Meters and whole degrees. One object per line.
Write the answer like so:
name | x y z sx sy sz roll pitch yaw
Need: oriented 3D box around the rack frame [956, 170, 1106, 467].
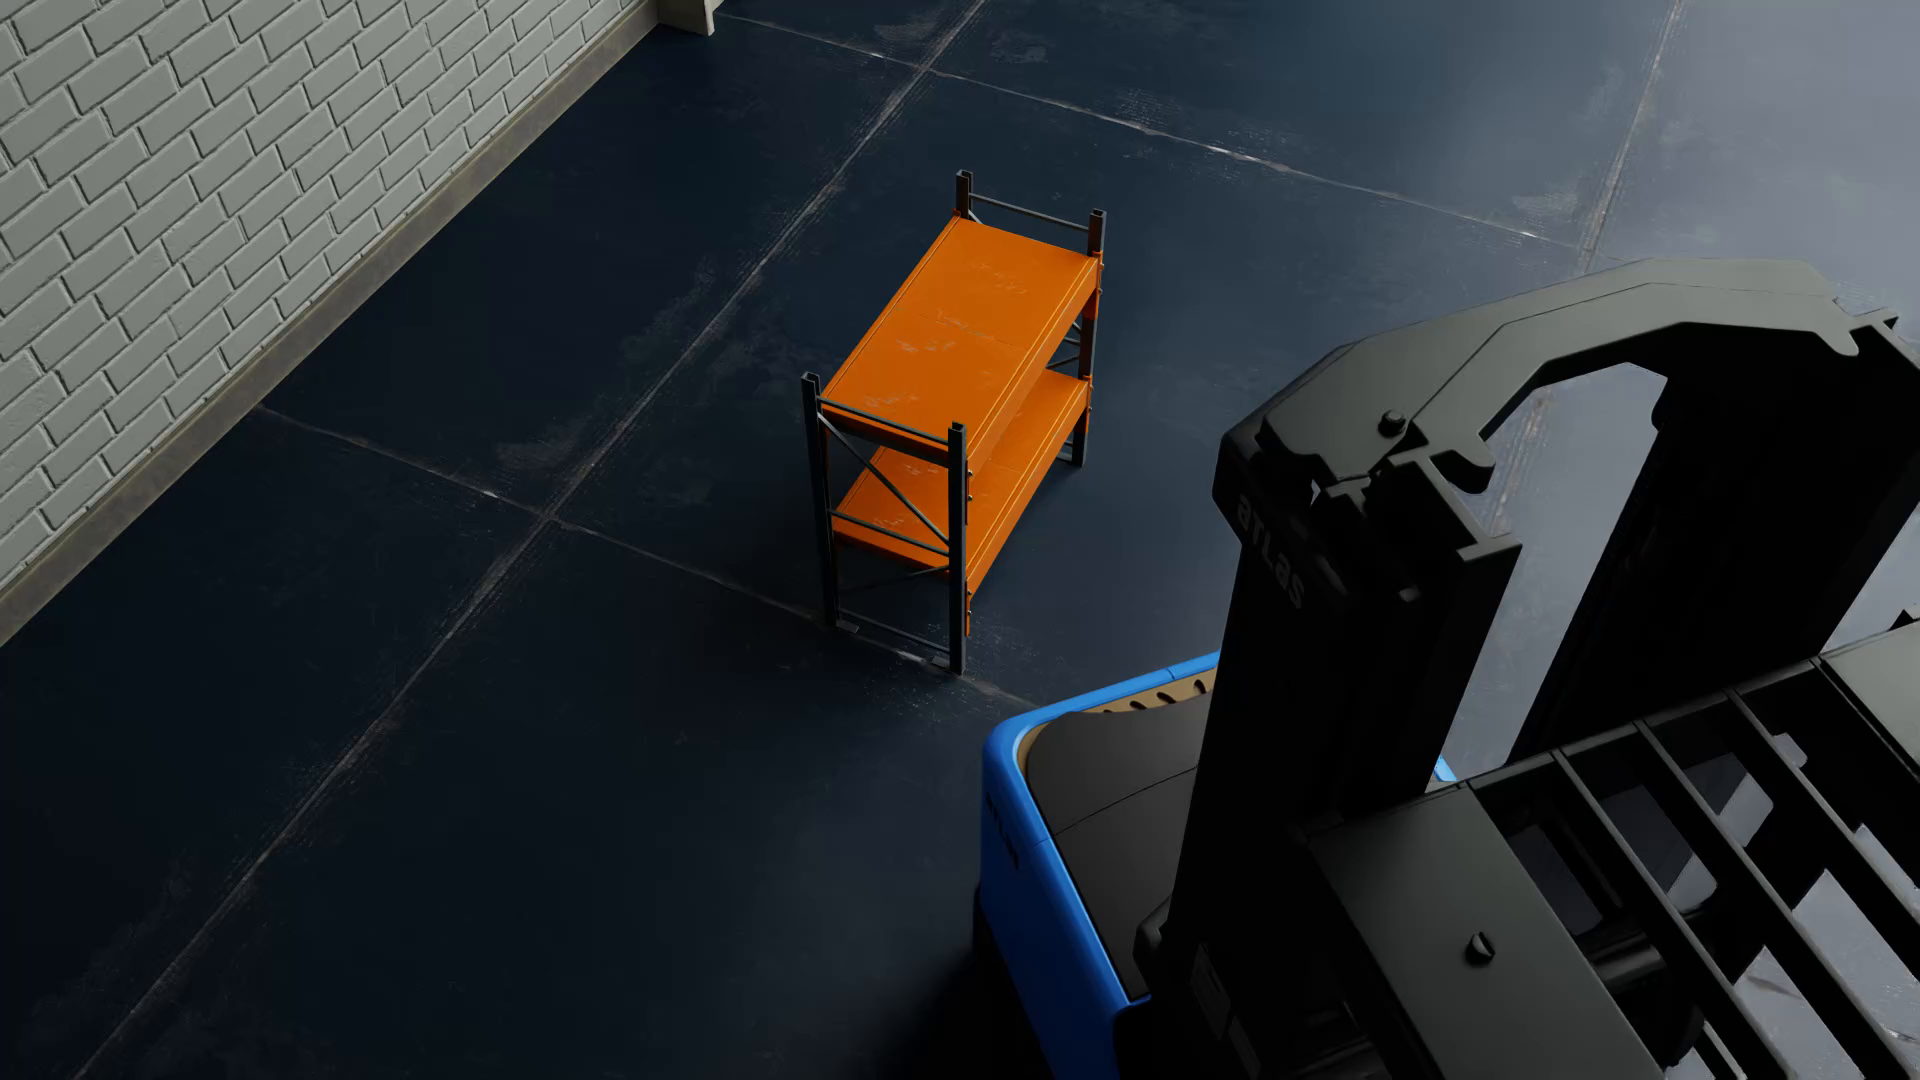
rack frame | 0.220 -0.719 5.623 0.500 1.125 0.032 20 52 16

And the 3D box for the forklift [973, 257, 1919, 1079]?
forklift | 1.038 1.110 2.881 1.130 2.935 3.031 -16 52 -13

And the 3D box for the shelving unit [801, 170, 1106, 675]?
shelving unit | 0.003 -0.369 5.326 0.538 1.125 1.048 20 52 16

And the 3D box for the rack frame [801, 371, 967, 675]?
rack frame | -0.214 -0.019 5.028 0.500 1.125 0.032 20 52 16

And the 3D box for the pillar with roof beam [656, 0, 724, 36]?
pillar with roof beam | 2.667 -4.049 3.286 9.100 9.000 0.400 20 52 16

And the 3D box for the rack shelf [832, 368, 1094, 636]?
rack shelf | 0.003 -0.211 5.512 0.538 0.278 1.000 20 52 16

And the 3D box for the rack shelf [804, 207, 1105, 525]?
rack shelf | 0.003 -0.559 5.103 0.538 0.278 1.000 20 52 16
